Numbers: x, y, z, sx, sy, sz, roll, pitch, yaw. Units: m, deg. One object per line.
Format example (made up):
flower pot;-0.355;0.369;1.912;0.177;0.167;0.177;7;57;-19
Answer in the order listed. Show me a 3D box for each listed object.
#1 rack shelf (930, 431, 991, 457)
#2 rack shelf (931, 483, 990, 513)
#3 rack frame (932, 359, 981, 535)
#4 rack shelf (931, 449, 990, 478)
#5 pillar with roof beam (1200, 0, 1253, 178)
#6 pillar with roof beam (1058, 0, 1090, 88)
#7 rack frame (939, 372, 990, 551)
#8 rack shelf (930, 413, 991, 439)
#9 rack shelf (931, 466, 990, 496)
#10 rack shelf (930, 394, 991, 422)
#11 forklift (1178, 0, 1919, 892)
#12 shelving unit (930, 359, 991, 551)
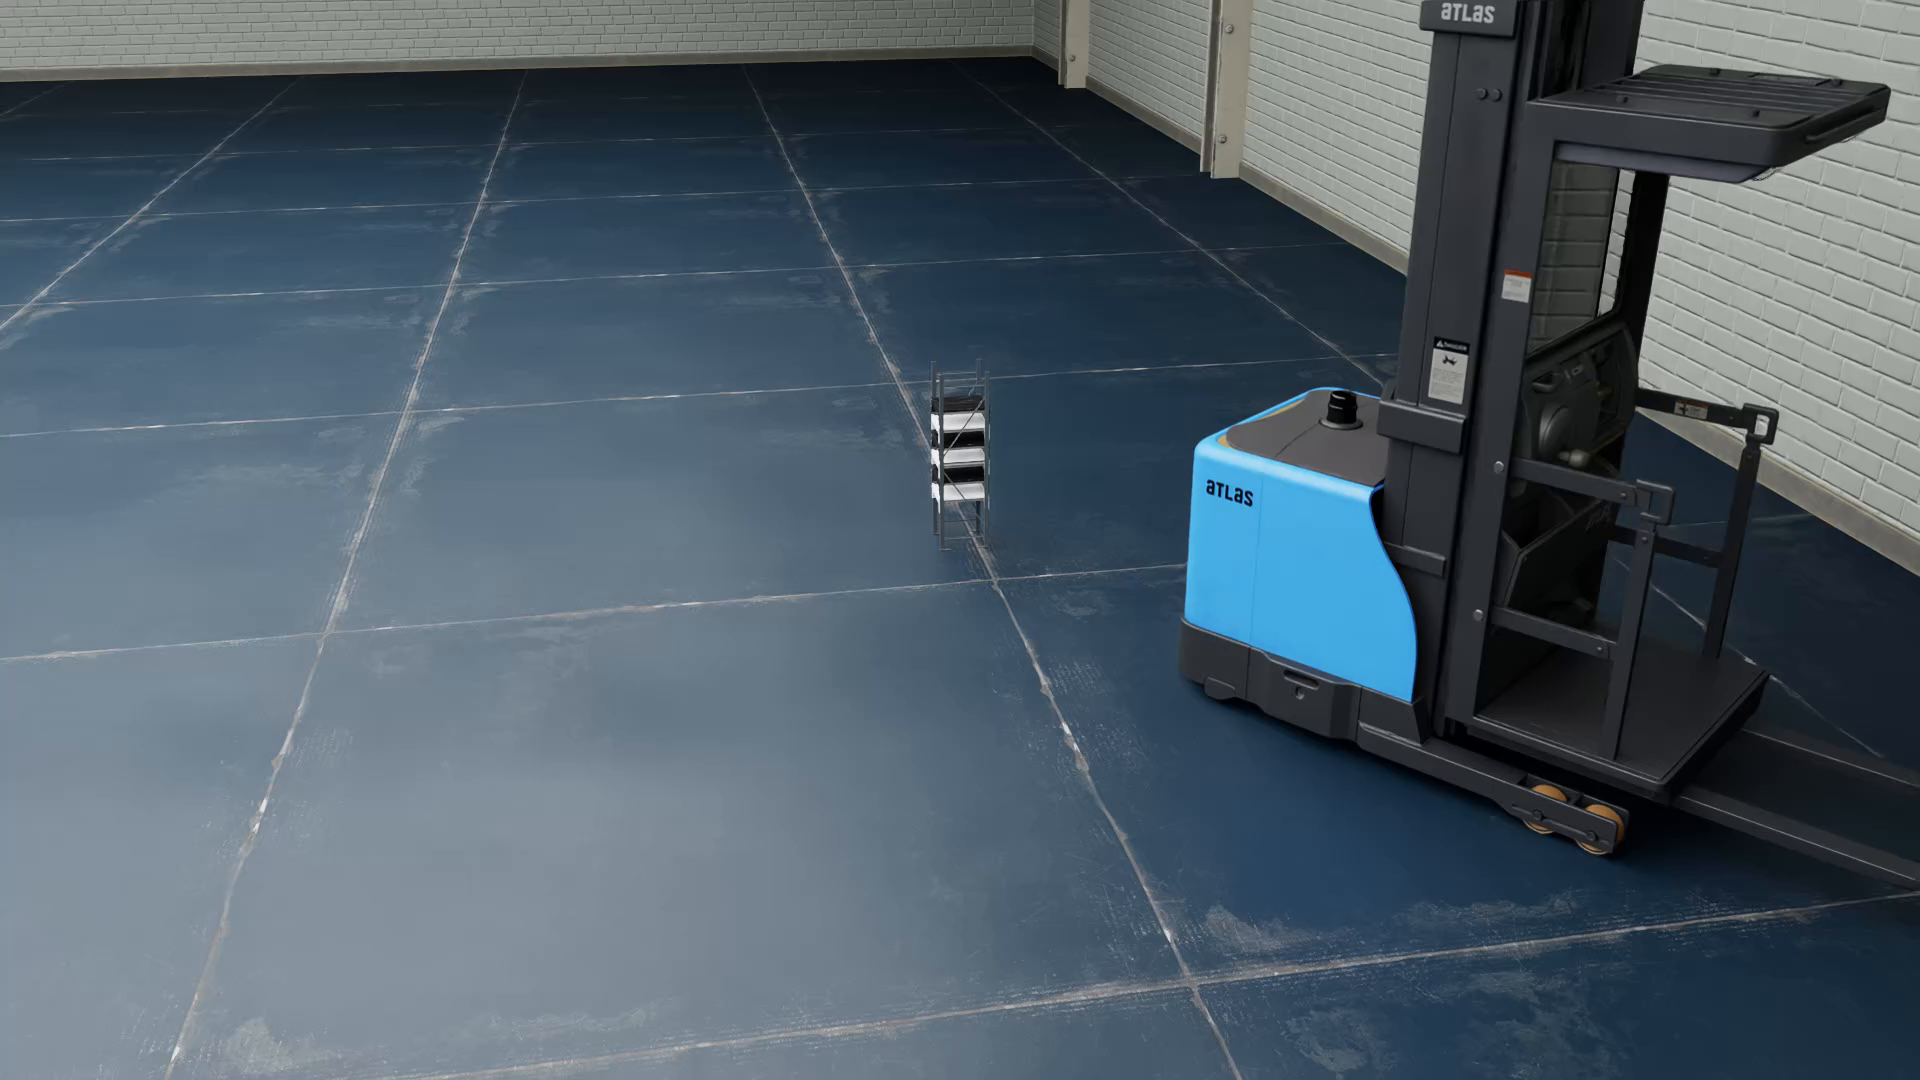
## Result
rack shelf;0.001;-0.461;8.040;0.258;0.077;0.200;-4;24;-10
rack shelf;0.001;-0.214;8.148;0.258;0.077;0.200;-4;24;-10
rack frame;-0.017;-0.449;8.154;0.240;0.900;0.006;-4;24;-10
rack shelf;0.001;-0.379;8.076;0.258;0.077;0.200;-4;24;-10
pillar with roof beam;-1.623;-7.467;14.105;9.100;9.000;0.400;-4;24;-10
pillar with roof beam;-2.732;-9.827;19.508;9.100;9.000;0.400;-4;24;-10
rack frame;0.020;-0.369;7.971;0.240;0.900;0.006;-4;24;-10
rack shelf;0.001;-0.544;8.004;0.258;0.077;0.200;-4;24;-10
rack shelf;0.001;-0.296;8.112;0.258;0.077;0.200;-4;24;-10
rack shelf;0.001;-0.626;7.968;0.258;0.077;0.200;-4;24;-10
forklift;2.333;-0.493;5.716;3.031;2.935;1.130;20;30;38
shelving unit;0.001;-0.409;8.063;0.258;0.900;0.210;-4;24;-10
